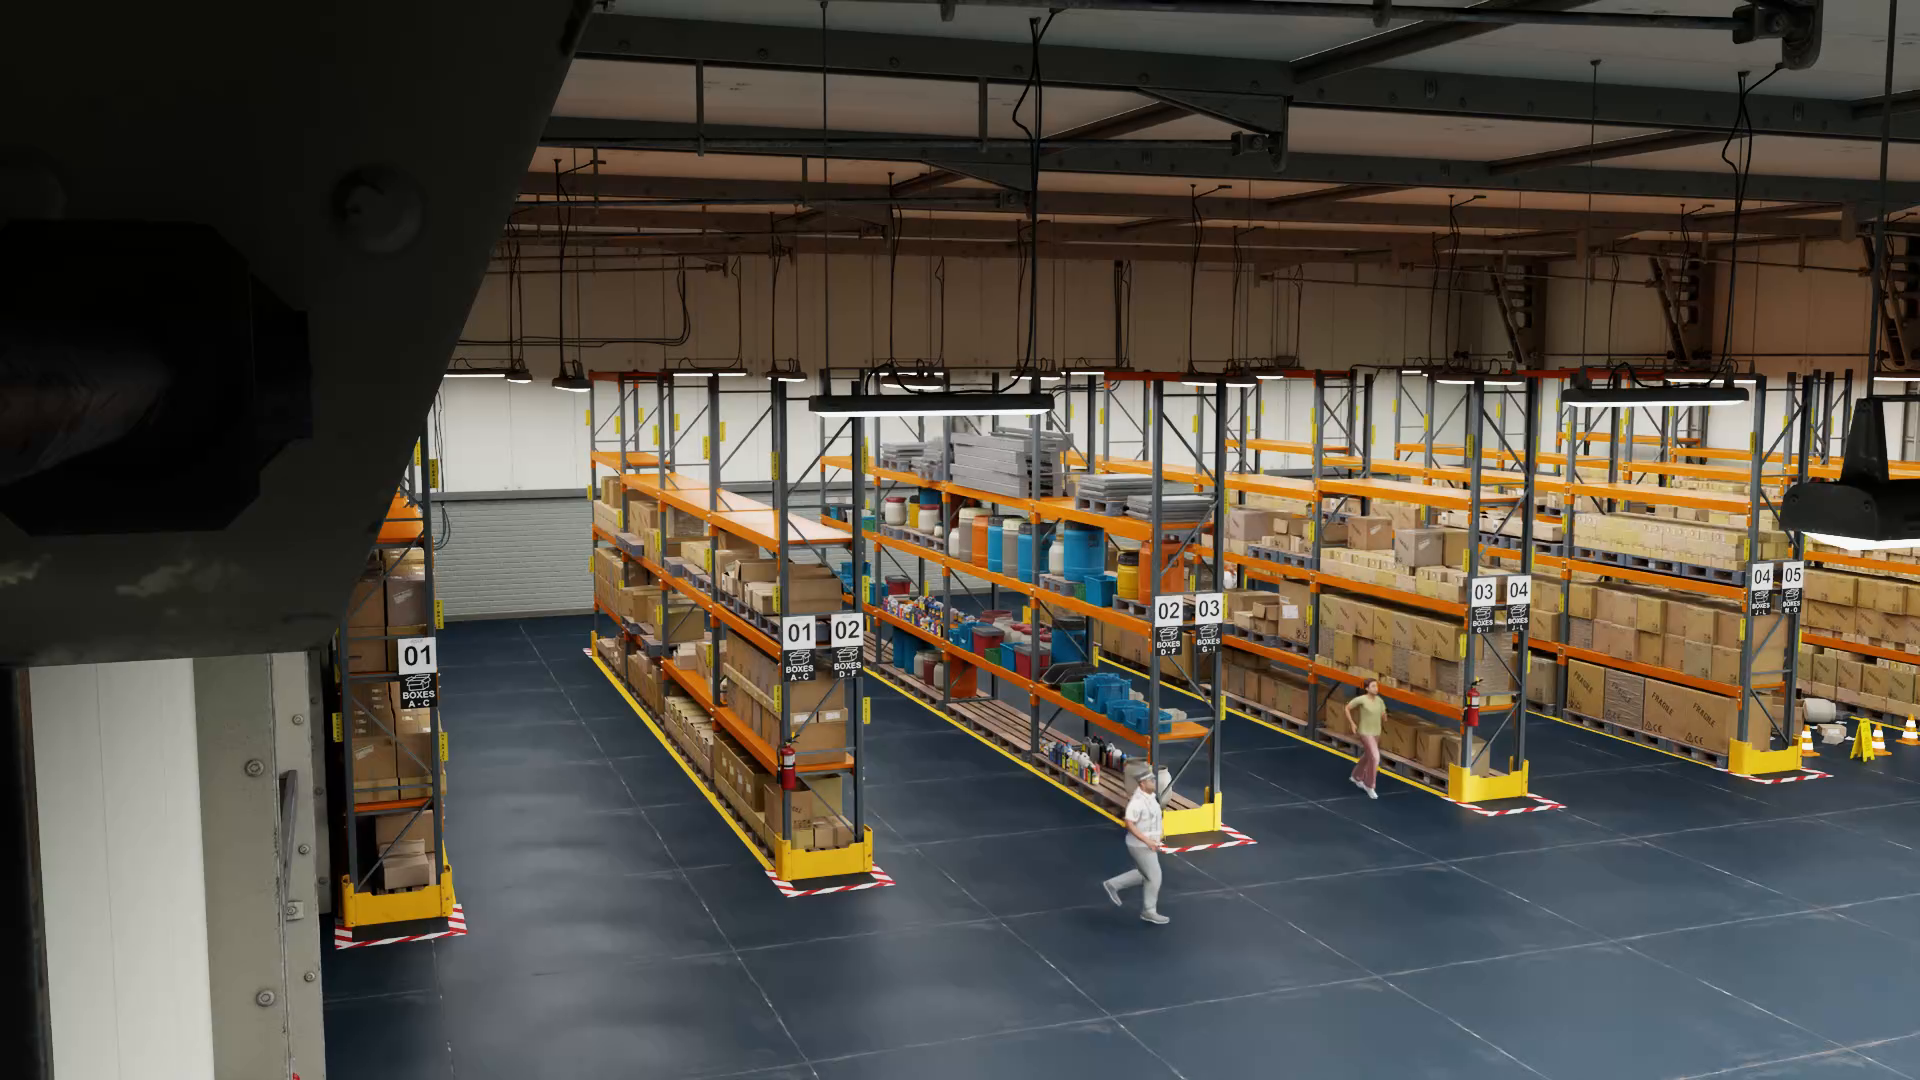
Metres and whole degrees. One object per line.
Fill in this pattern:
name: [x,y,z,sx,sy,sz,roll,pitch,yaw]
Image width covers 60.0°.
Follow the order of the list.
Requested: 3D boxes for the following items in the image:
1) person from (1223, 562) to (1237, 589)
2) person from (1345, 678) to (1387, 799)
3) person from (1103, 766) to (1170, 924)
person: [6.036,1.334,37.049,0.729,1.745,0.630,-2,7,-21]
person: [5.882,2.832,23.980,0.551,1.724,0.722,-4,7,-29]
person: [1.975,3.386,18.608,0.773,1.775,0.657,2,7,15]
